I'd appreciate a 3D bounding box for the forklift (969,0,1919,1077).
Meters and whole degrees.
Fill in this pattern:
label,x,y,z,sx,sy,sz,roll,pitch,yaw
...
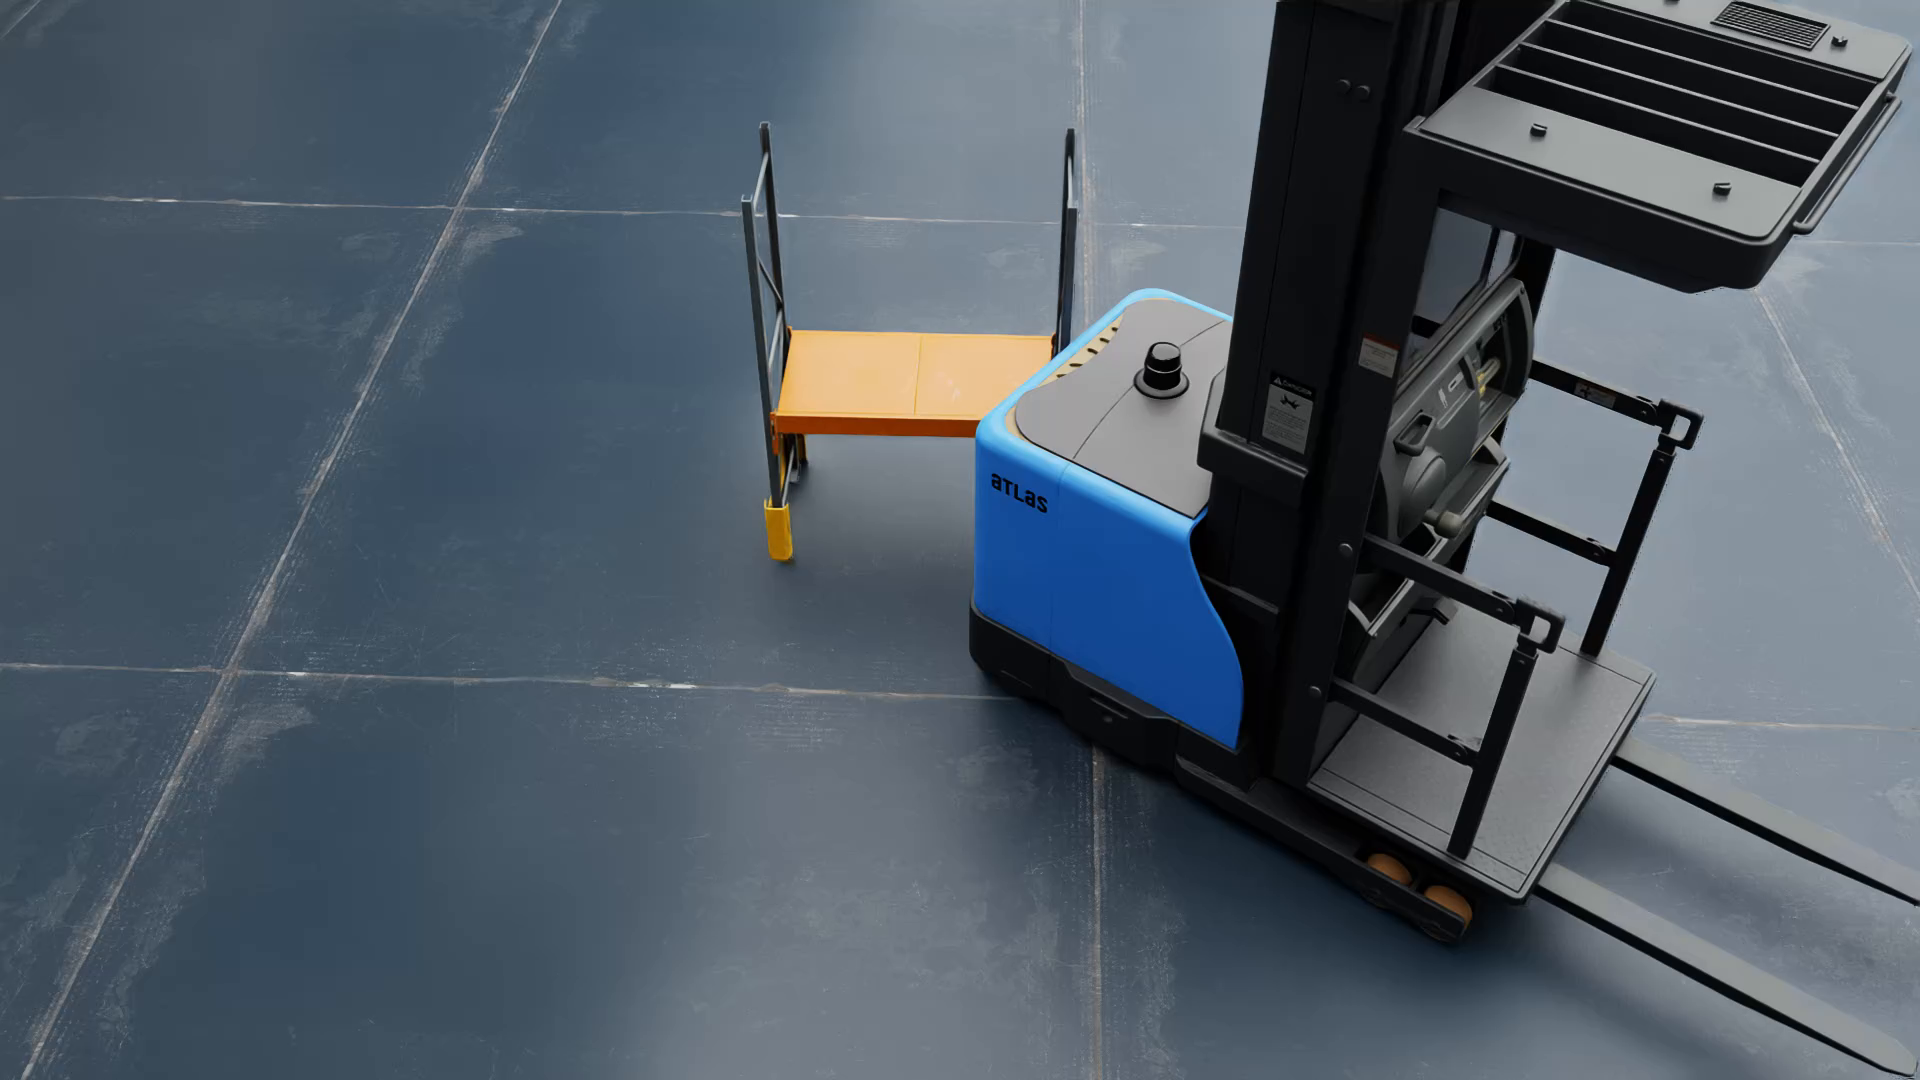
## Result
label,x,y,z,sx,sy,sz,roll,pitch,yaw
forklift,1.513,-0.292,4.414,3.031,2.935,1.130,27,49,26

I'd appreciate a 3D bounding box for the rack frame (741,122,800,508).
label,x,y,z,sx,sy,sz,roll,pitch,yaw
rack frame,-0.658,-0.676,5.875,0.032,1.500,0.500,1,43,2

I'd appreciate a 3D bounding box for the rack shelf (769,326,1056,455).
label,x,y,z,sx,sy,sz,roll,pitch,yaw
rack shelf,-0.150,-0.532,5.984,1.000,0.185,0.538,1,43,2

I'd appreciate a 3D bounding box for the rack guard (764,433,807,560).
label,x,y,z,sx,sy,sz,roll,pitch,yaw
rack guard,-0.657,-0.218,6.301,0.087,0.250,0.587,1,43,2

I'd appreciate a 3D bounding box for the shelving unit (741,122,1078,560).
label,x,y,z,sx,sy,sz,roll,pitch,yaw
shelving unit,-0.159,-0.663,5.862,1.083,1.500,0.587,1,43,2

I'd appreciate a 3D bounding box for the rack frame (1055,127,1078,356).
label,x,y,z,sx,sy,sz,roll,pitch,yaw
rack frame,0.358,-0.650,5.848,0.032,1.500,0.500,1,43,2
